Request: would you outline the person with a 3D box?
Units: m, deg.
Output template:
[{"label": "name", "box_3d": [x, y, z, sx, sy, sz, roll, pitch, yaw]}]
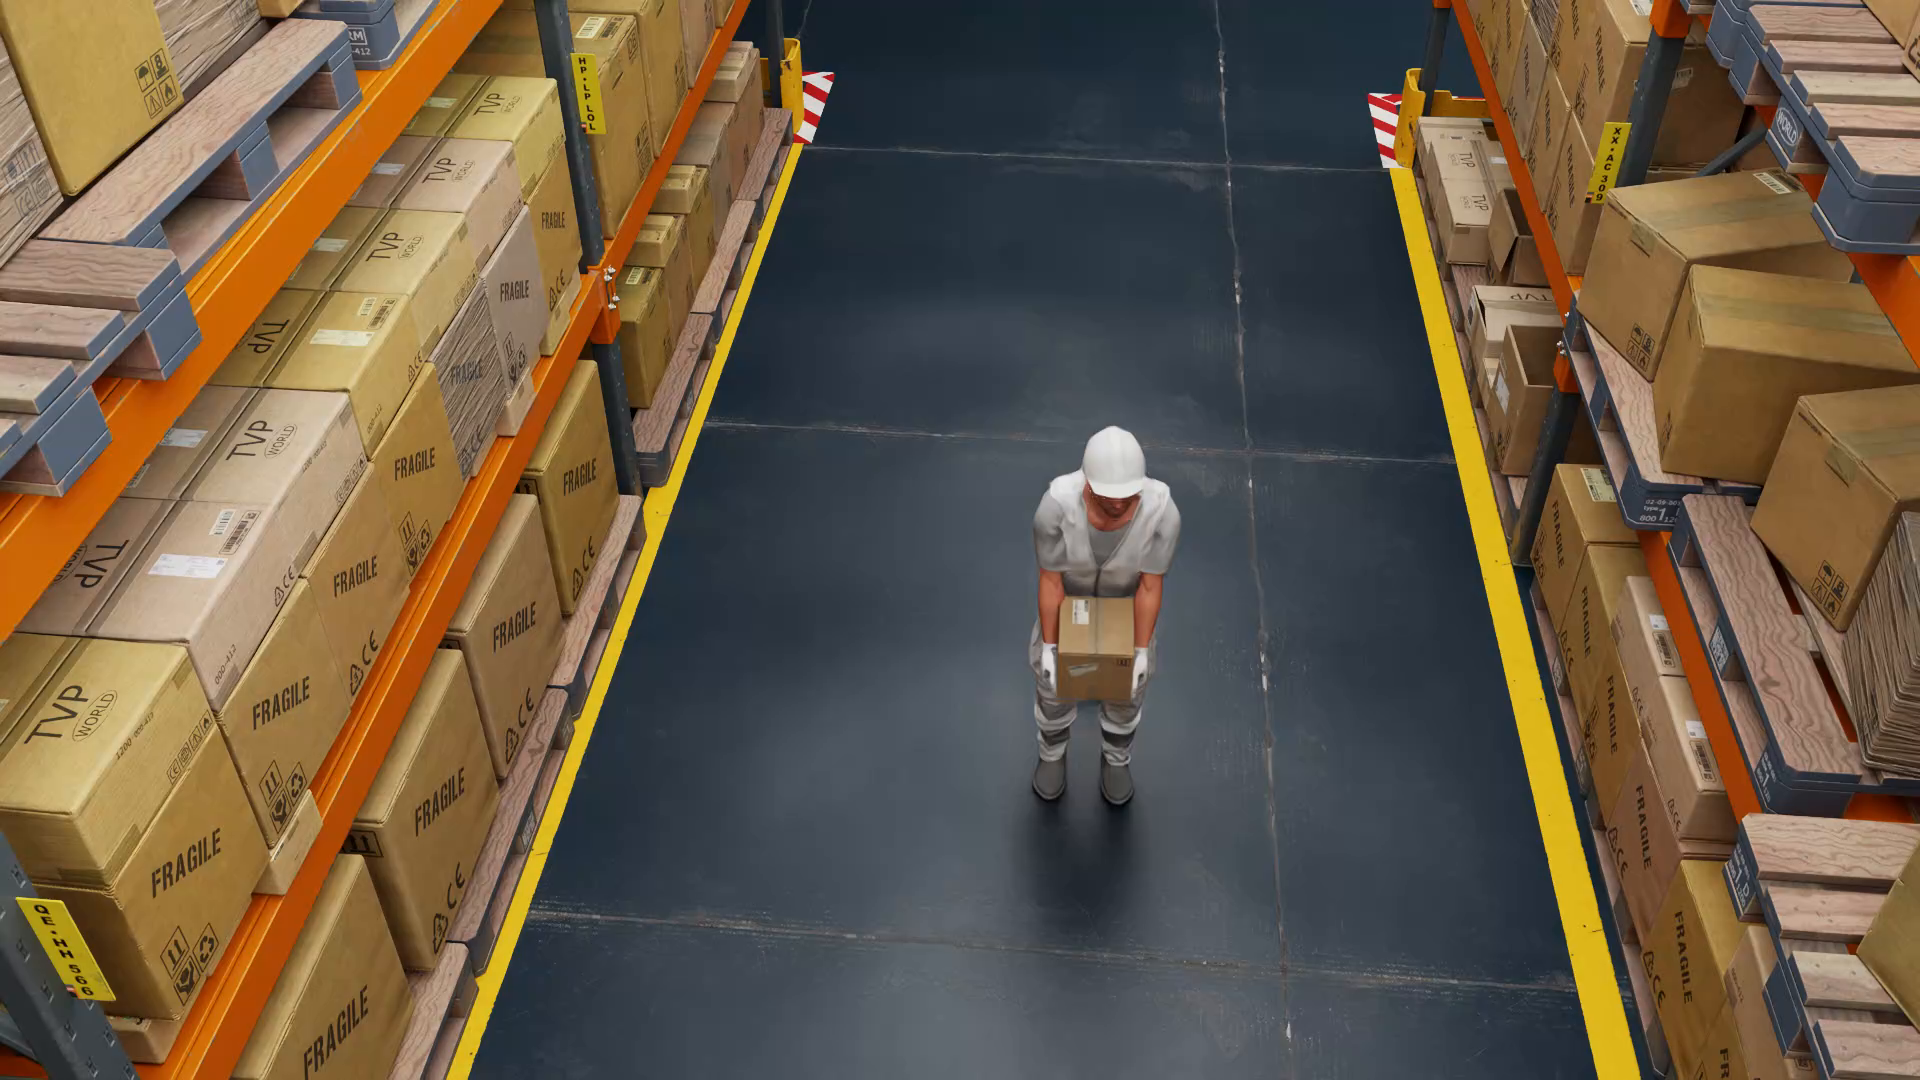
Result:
[{"label": "person", "box_3d": [0.488, 0.290, 5.821, 0.489, 1.745, 0.592, 3, 40, 3]}]
